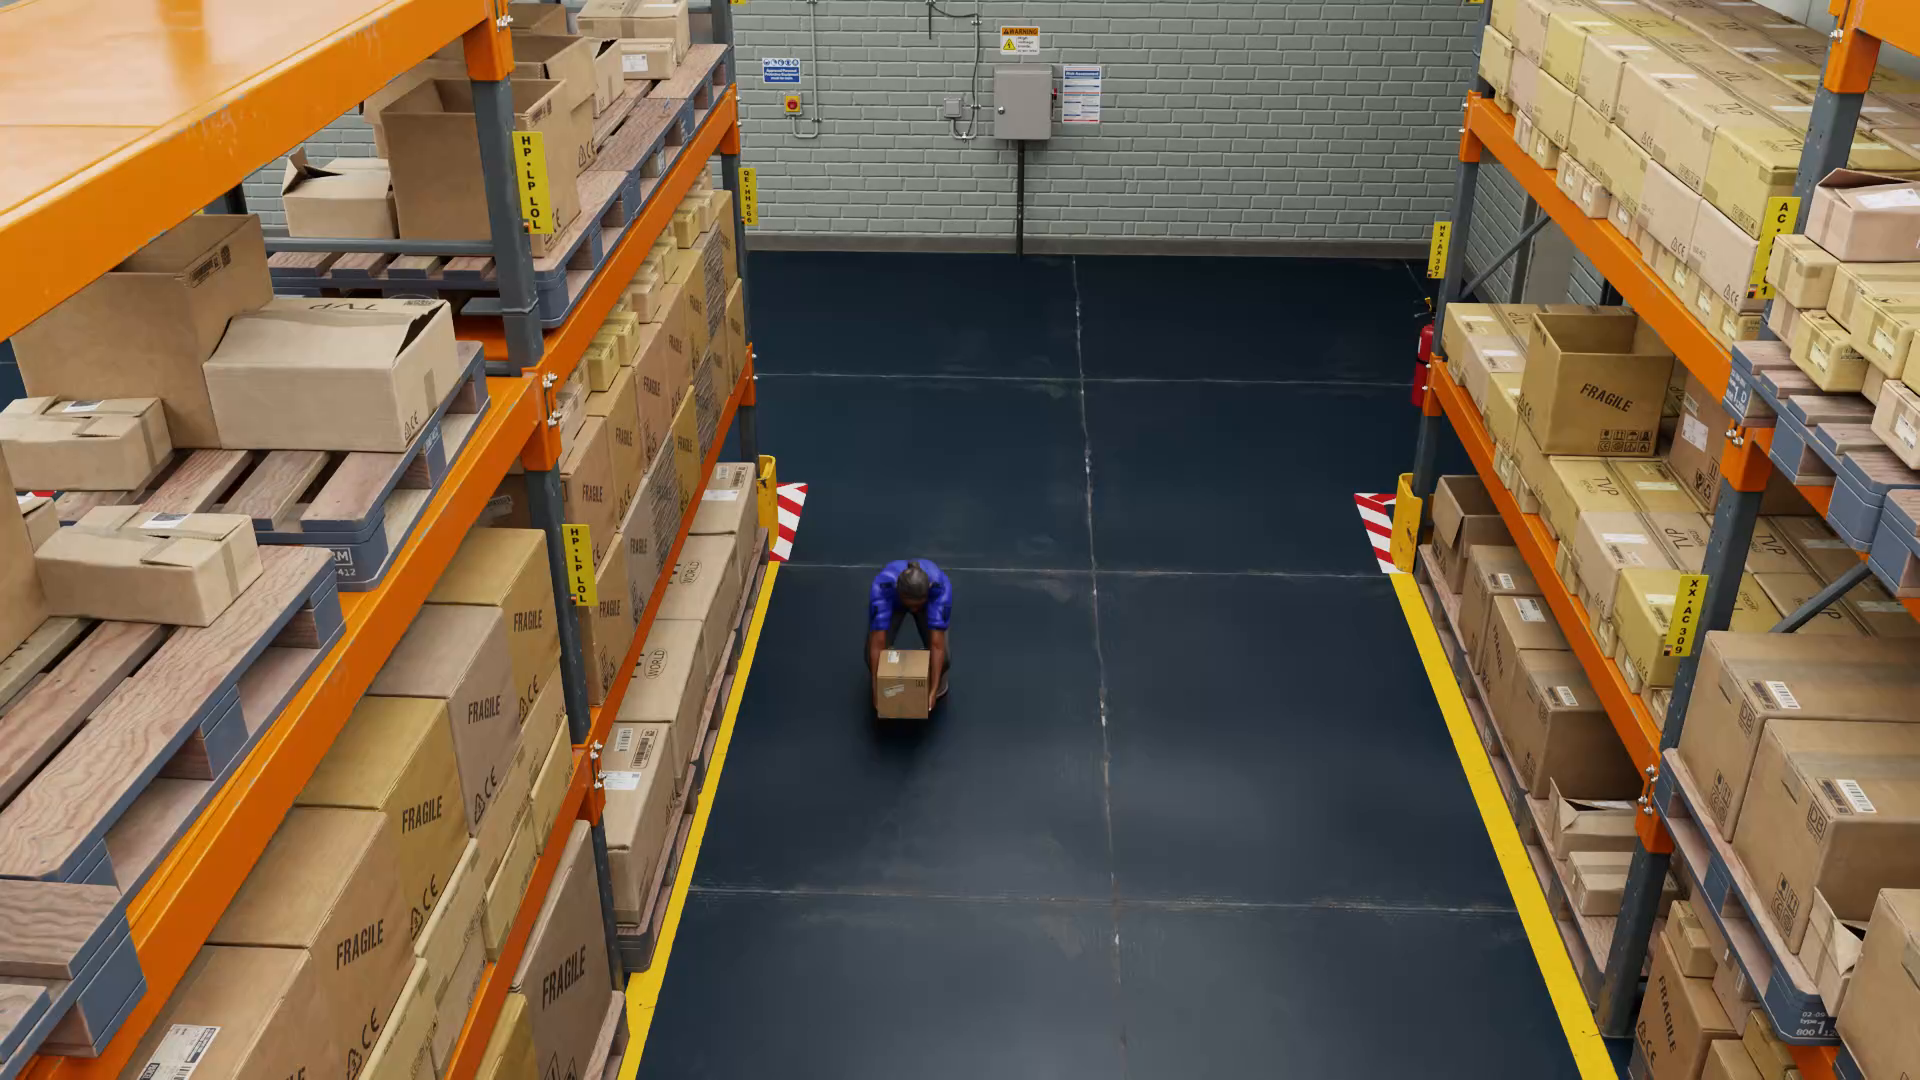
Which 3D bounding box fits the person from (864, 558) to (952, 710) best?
[{"bbox_3d":[-0.266,0.443,8.574,0.461,0.943,0.851,1,28,2],"label":"person"}]
